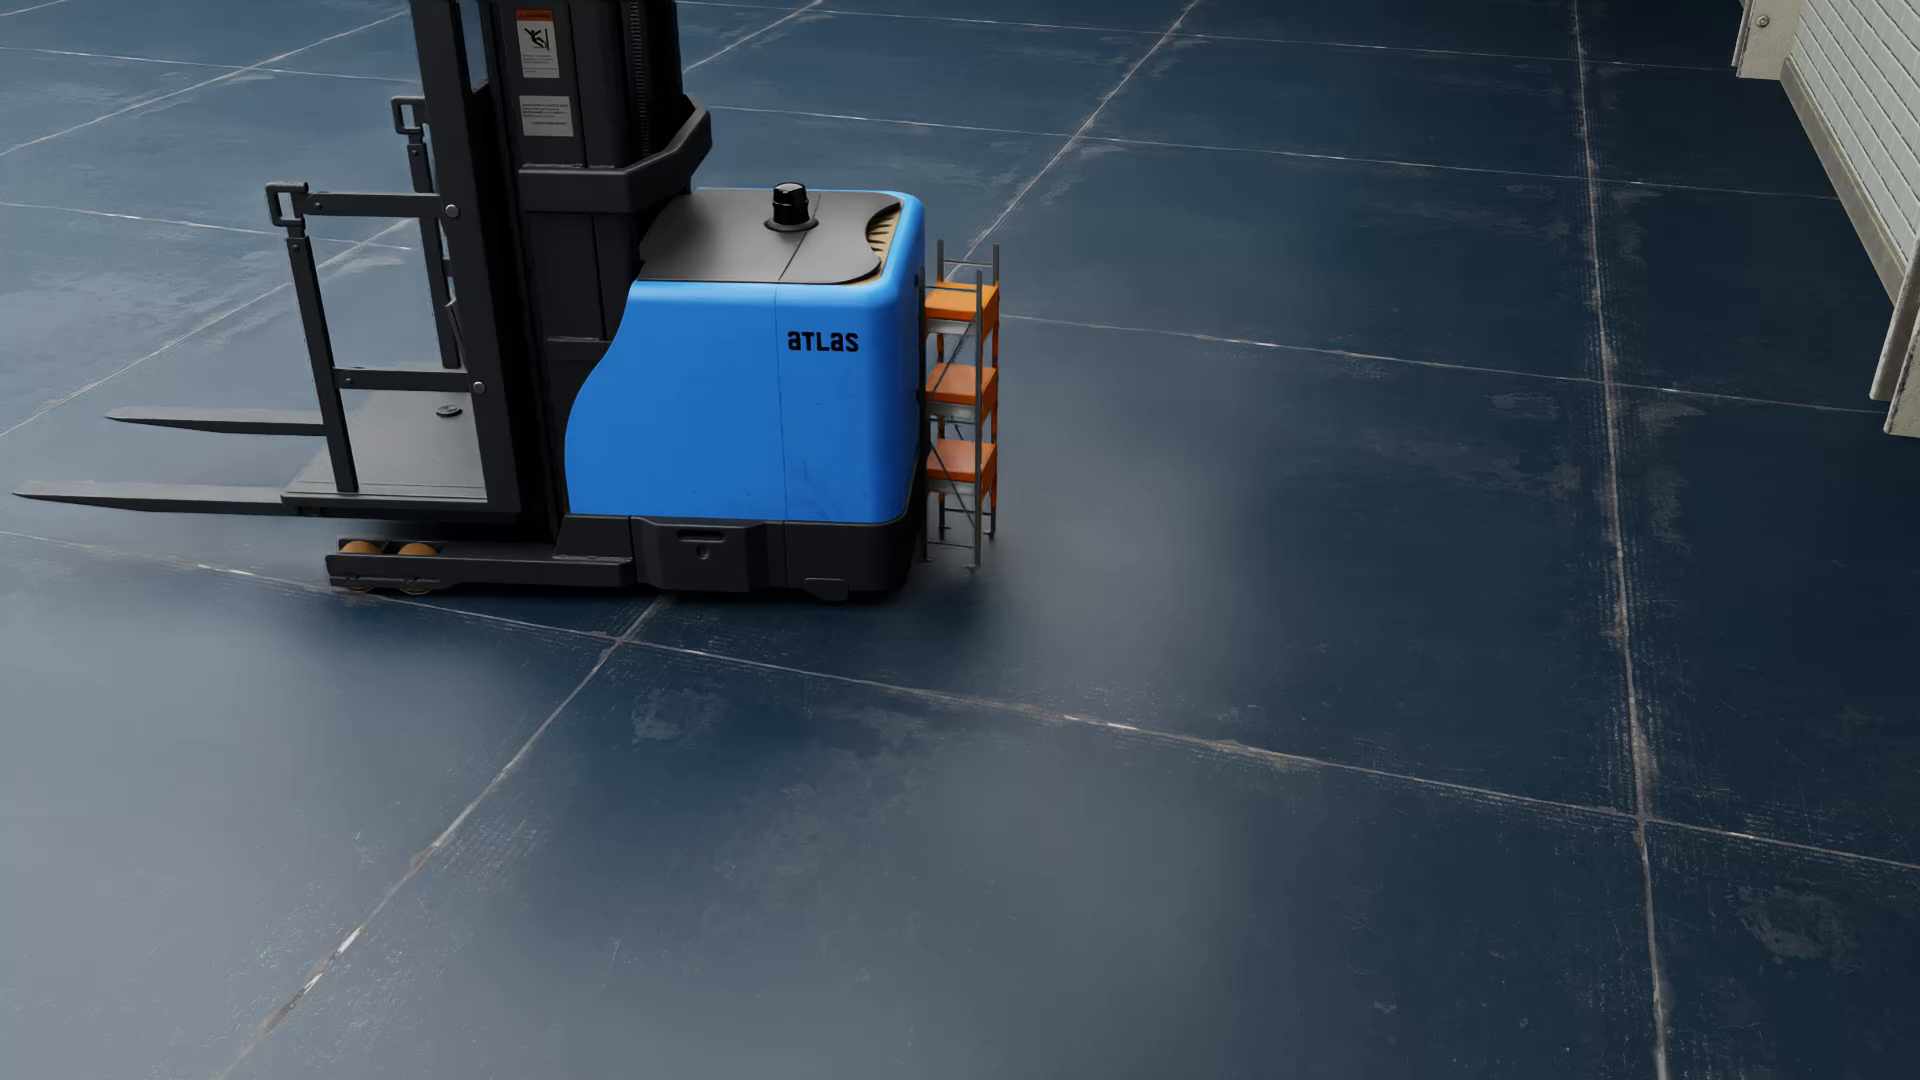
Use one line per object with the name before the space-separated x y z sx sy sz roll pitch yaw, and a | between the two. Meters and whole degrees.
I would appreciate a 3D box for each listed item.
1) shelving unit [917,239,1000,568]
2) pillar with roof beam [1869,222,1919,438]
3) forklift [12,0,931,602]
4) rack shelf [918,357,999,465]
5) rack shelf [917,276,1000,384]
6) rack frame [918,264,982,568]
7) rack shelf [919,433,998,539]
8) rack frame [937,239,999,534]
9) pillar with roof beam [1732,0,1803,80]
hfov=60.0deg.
shelving unit | -0.002 -0.435 5.452 0.215 1.050 0.252 7 30 12
pillar with roof beam | -0.292 -5.033 5.540 9.100 9.000 0.400 8 30 15
forklift | -1.649 -1.355 5.171 3.031 2.935 1.130 2 29 3
rack shelf | -0.002 -0.426 5.457 0.215 0.259 0.240 7 30 12
rack shelf | -0.002 -0.674 5.319 0.215 0.259 0.240 7 30 12
rack frame | -0.030 -0.378 5.348 0.200 1.050 0.008 7 30 12
rack shelf | -0.002 -0.183 5.592 0.215 0.259 0.240 7 30 12
rack frame | 0.026 -0.493 5.556 0.200 1.050 0.008 7 30 12
pillar with roof beam | 1.469 -7.821 10.552 9.100 9.000 0.400 8 30 15
